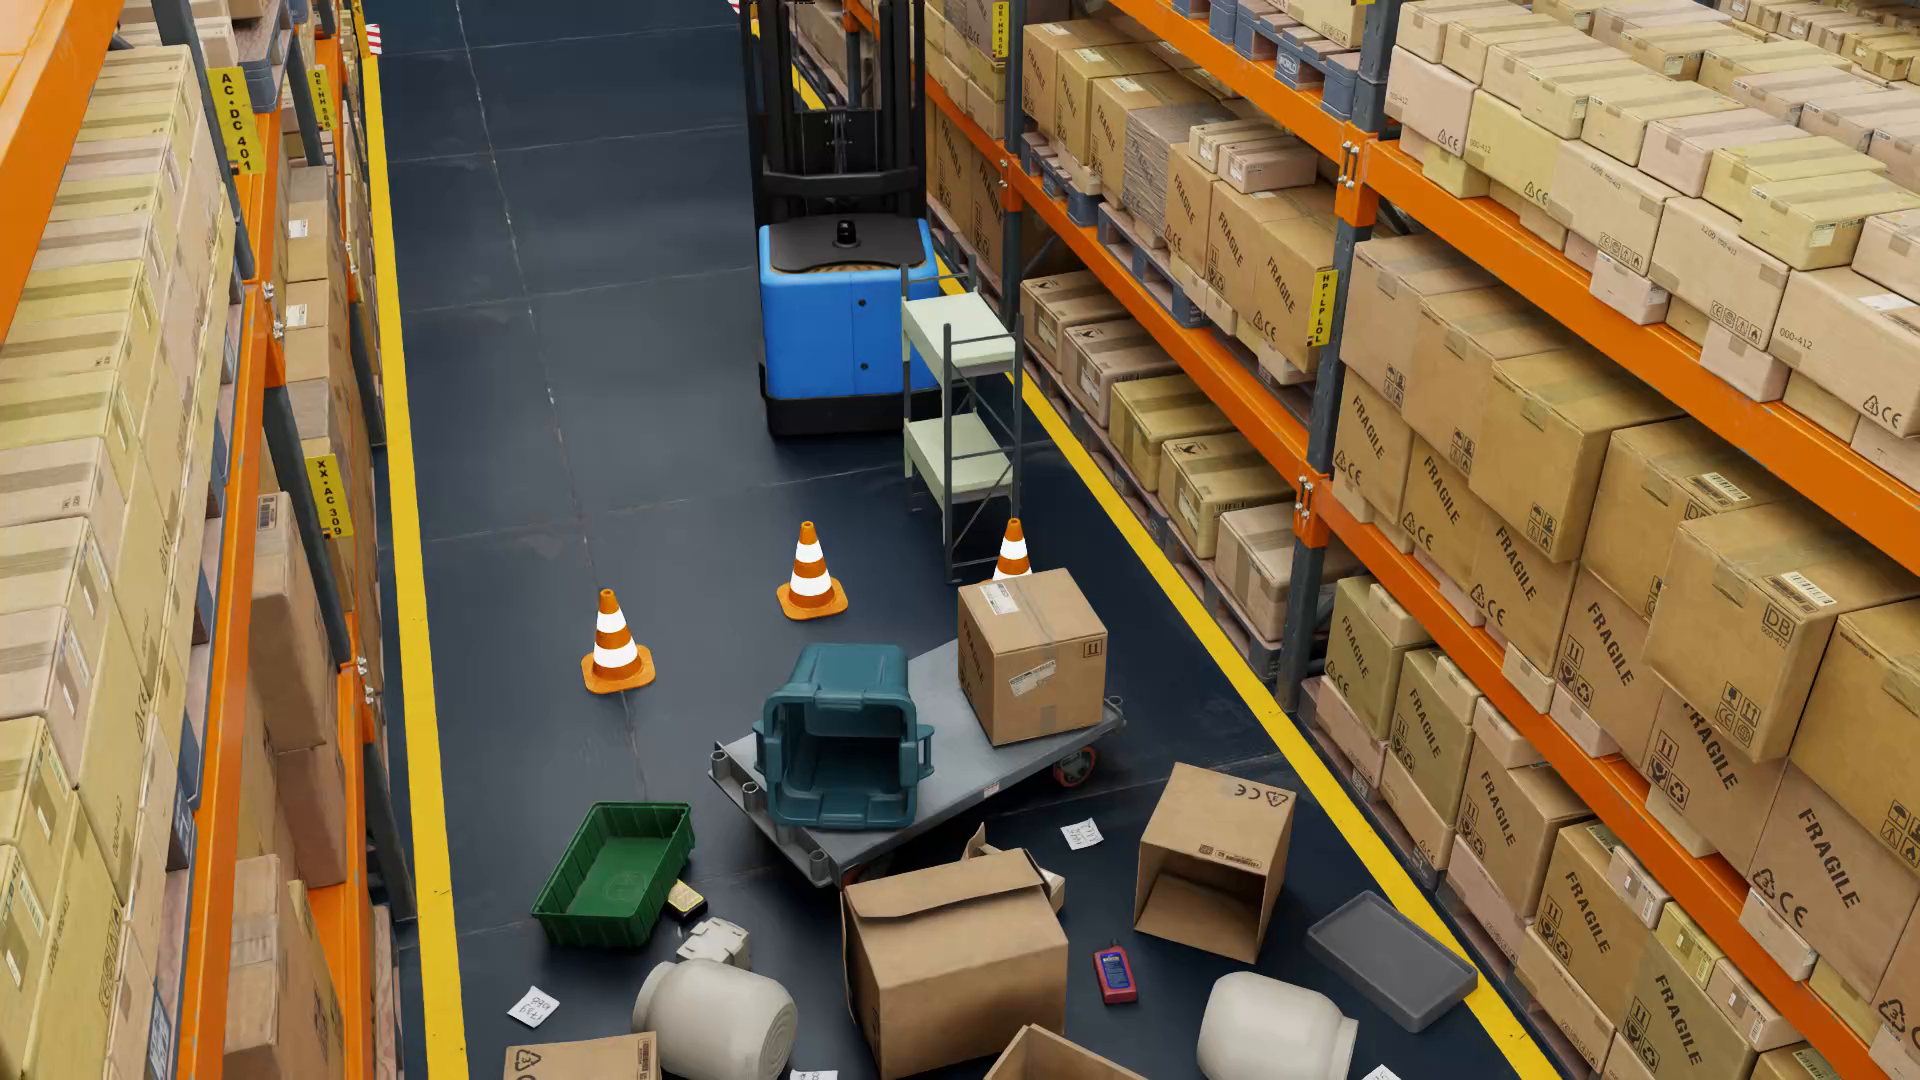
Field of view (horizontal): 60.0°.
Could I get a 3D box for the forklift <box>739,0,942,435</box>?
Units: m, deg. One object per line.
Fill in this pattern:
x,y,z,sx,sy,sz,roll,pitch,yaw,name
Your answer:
-0.781,-2.641,10.408,1.130,2.935,3.031,-3,34,-5,forklift

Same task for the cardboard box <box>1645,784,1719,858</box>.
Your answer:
2.434,0.840,5.305,0.380,0.149,0.250,-10,35,-15,cardboard box

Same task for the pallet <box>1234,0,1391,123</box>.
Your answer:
1.902,-2.060,6.915,1.213,0.211,1.003,-10,35,-15,pallet

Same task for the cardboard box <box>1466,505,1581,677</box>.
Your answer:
2.174,0.093,5.847,0.500,0.500,0.500,-10,35,-15,cardboard box

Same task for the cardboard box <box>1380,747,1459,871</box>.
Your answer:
2.085,1.061,6.856,0.500,0.250,0.500,-8,34,-12,cardboard box

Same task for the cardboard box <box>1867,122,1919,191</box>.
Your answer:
2.857,-1.096,4.791,0.380,0.149,0.250,-10,35,-14,cardboard box

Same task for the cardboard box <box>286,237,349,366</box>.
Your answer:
-3.218,-1.085,7.900,0.500,0.500,0.500,-11,35,-16,cardboard box

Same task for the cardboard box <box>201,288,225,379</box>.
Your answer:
-2.044,-0.483,4.115,0.380,0.149,0.250,-10,35,-15,cardboard box

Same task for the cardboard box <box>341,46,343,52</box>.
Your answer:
-5.495,-4.134,14.270,0.380,0.149,0.250,-10,35,-14,cardboard box

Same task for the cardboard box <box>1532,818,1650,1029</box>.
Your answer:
2.407,1.298,5.817,0.500,0.500,0.500,-11,35,-16,cardboard box

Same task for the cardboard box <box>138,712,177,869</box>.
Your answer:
-1.506,0.445,2.710,0.380,0.149,0.250,-10,35,-14,cardboard box

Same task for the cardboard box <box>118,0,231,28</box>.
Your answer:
-3.063,-2.089,6.440,0.396,0.266,0.258,-10,35,-15,cardboard box

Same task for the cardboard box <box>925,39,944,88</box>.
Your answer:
0.058,-3.337,11.534,0.500,0.250,0.500,-10,35,-15,cardboard box

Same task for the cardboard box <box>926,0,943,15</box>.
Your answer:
0.052,-3.861,11.194,0.500,0.500,0.500,-10,35,-15,cardboard box

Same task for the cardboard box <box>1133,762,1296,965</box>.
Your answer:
1.020,1.289,6.663,0.500,0.500,0.500,13,36,18,cardboard box

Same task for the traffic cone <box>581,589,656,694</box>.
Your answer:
-1.665,0.441,7.982,0.336,0.463,0.334,-10,35,-15,traffic cone

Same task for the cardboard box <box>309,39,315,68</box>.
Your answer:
-4.505,-3.210,11.054,0.380,0.149,0.250,-12,35,-17,cardboard box

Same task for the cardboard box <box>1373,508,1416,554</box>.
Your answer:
1.906,-0.096,6.722,0.380,0.149,0.250,-9,35,-13,cardboard box

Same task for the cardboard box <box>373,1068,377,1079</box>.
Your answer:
-2.291,1.867,5.070,0.875,0.875,0.875,-10,35,-14,cardboard box

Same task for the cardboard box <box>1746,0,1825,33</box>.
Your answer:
5.394,-3.437,10.871,0.380,0.149,0.250,-9,35,-14,cardboard box

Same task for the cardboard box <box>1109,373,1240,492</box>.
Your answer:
1.390,-0.640,9.320,0.950,0.372,0.625,-9,34,-13,cardboard box

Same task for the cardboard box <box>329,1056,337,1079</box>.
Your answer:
-1.870,1.591,3.805,0.875,0.550,0.550,-10,35,-15,cardboard box

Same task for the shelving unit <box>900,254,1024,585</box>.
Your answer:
0.002,-0.622,8.651,0.431,1.500,0.755,-10,35,-15,shelving unit

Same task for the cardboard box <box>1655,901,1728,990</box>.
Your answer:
2.467,1.253,5.296,0.380,0.149,0.250,-9,35,-14,cardboard box

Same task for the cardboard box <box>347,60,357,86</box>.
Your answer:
-5.421,-4.020,14.368,0.380,0.149,0.250,-10,35,-14,cardboard box

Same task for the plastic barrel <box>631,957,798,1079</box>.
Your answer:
-0.888,1.753,6.032,0.512,0.421,0.421,13,36,18,plastic barrel

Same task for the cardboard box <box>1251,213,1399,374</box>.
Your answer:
1.629,-1.089,7.256,0.500,0.500,0.500,-11,35,-16,cardboard box

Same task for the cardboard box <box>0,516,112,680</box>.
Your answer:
-1.503,0.117,2.483,0.380,0.149,0.250,-10,35,-14,cardboard box

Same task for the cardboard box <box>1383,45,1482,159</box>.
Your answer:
1.862,-1.580,5.886,0.500,0.250,0.500,-11,35,-16,cardboard box

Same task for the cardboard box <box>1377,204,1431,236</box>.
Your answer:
2.119,-1.180,7.393,0.500,0.500,0.500,-9,35,-14,cardboard box

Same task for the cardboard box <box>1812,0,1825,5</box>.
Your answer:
5.787,-3.657,11.204,0.380,0.149,0.250,-9,34,-13,cardboard box

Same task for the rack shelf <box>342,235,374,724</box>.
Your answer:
-3.304,-0.409,7.620,1.077,0.370,4.000,-10,35,-15,rack shelf

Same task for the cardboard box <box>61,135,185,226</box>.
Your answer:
-2.050,-0.821,3.903,0.380,0.149,0.250,-9,35,-14,cardboard box

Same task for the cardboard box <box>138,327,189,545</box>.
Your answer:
-1.840,-0.180,3.295,0.500,0.250,0.500,-10,35,-15,cardboard box

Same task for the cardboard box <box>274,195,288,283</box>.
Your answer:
-3.473,-1.446,7.540,0.700,0.500,0.500,-11,35,-15,cardboard box

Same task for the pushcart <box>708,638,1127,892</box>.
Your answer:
-0.167,0.959,7.276,1.648,0.377,0.936,-23,40,-31,pushcart

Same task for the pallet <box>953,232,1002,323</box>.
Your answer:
0.600,-1.908,11.765,1.003,0.211,1.213,-10,35,-15,pallet

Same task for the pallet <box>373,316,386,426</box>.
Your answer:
-4.152,-1.006,10.401,1.003,0.211,1.213,-10,35,-15,pallet

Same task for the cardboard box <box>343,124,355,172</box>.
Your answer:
-4.523,-2.684,11.616,0.500,0.250,0.500,-8,34,-12,cardboard box

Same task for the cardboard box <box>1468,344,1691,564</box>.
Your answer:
2.179,-0.320,5.565,0.700,0.500,0.500,-11,35,-16,cardboard box

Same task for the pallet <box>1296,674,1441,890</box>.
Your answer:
2.227,0.966,7.417,1.003,0.211,1.213,-10,35,-15,pallet

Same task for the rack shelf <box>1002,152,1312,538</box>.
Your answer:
1.379,-1.294,8.960,1.077,0.370,4.000,-10,35,-15,rack shelf

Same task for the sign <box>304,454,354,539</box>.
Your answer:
-2.166,-0.147,5.715,0.100,0.325,0.005,-10,35,-15,sign

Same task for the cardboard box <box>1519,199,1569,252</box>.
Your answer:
2.096,-1.090,5.505,0.380,0.149,0.250,-9,35,-13,cardboard box

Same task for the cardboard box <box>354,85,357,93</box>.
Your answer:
-5.533,-4.035,14.660,0.380,0.149,0.250,-9,35,-14,cardboard box

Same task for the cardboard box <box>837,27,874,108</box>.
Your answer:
-0.541,-4.199,14.646,0.875,0.438,0.875,-11,35,-15,cardboard box

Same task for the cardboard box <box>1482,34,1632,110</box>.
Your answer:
1.953,-1.532,5.450,0.380,0.149,0.250,-11,35,-16,cardboard box

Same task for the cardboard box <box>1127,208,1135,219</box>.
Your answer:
1.120,-1.805,8.926,0.380,0.149,0.250,-9,34,-13,cardboard box

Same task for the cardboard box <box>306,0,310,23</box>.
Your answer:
-4.671,-3.609,11.388,0.380,0.149,0.250,-9,34,-13,cardboard box

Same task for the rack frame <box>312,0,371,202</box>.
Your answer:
-5.135,-3.859,12.189,1.000,3.000,0.127,-10,35,-15,rack frame

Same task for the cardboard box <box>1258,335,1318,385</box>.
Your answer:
1.569,-0.839,7.465,0.380,0.149,0.250,-10,35,-14,cardboard box

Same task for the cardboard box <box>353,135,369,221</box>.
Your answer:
-4.669,-2.645,12.238,0.500,0.500,0.500,-11,35,-16,cardboard box

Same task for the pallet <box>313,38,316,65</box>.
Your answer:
-5.040,-3.353,11.598,1.003,0.211,1.213,-10,35,-15,pallet
